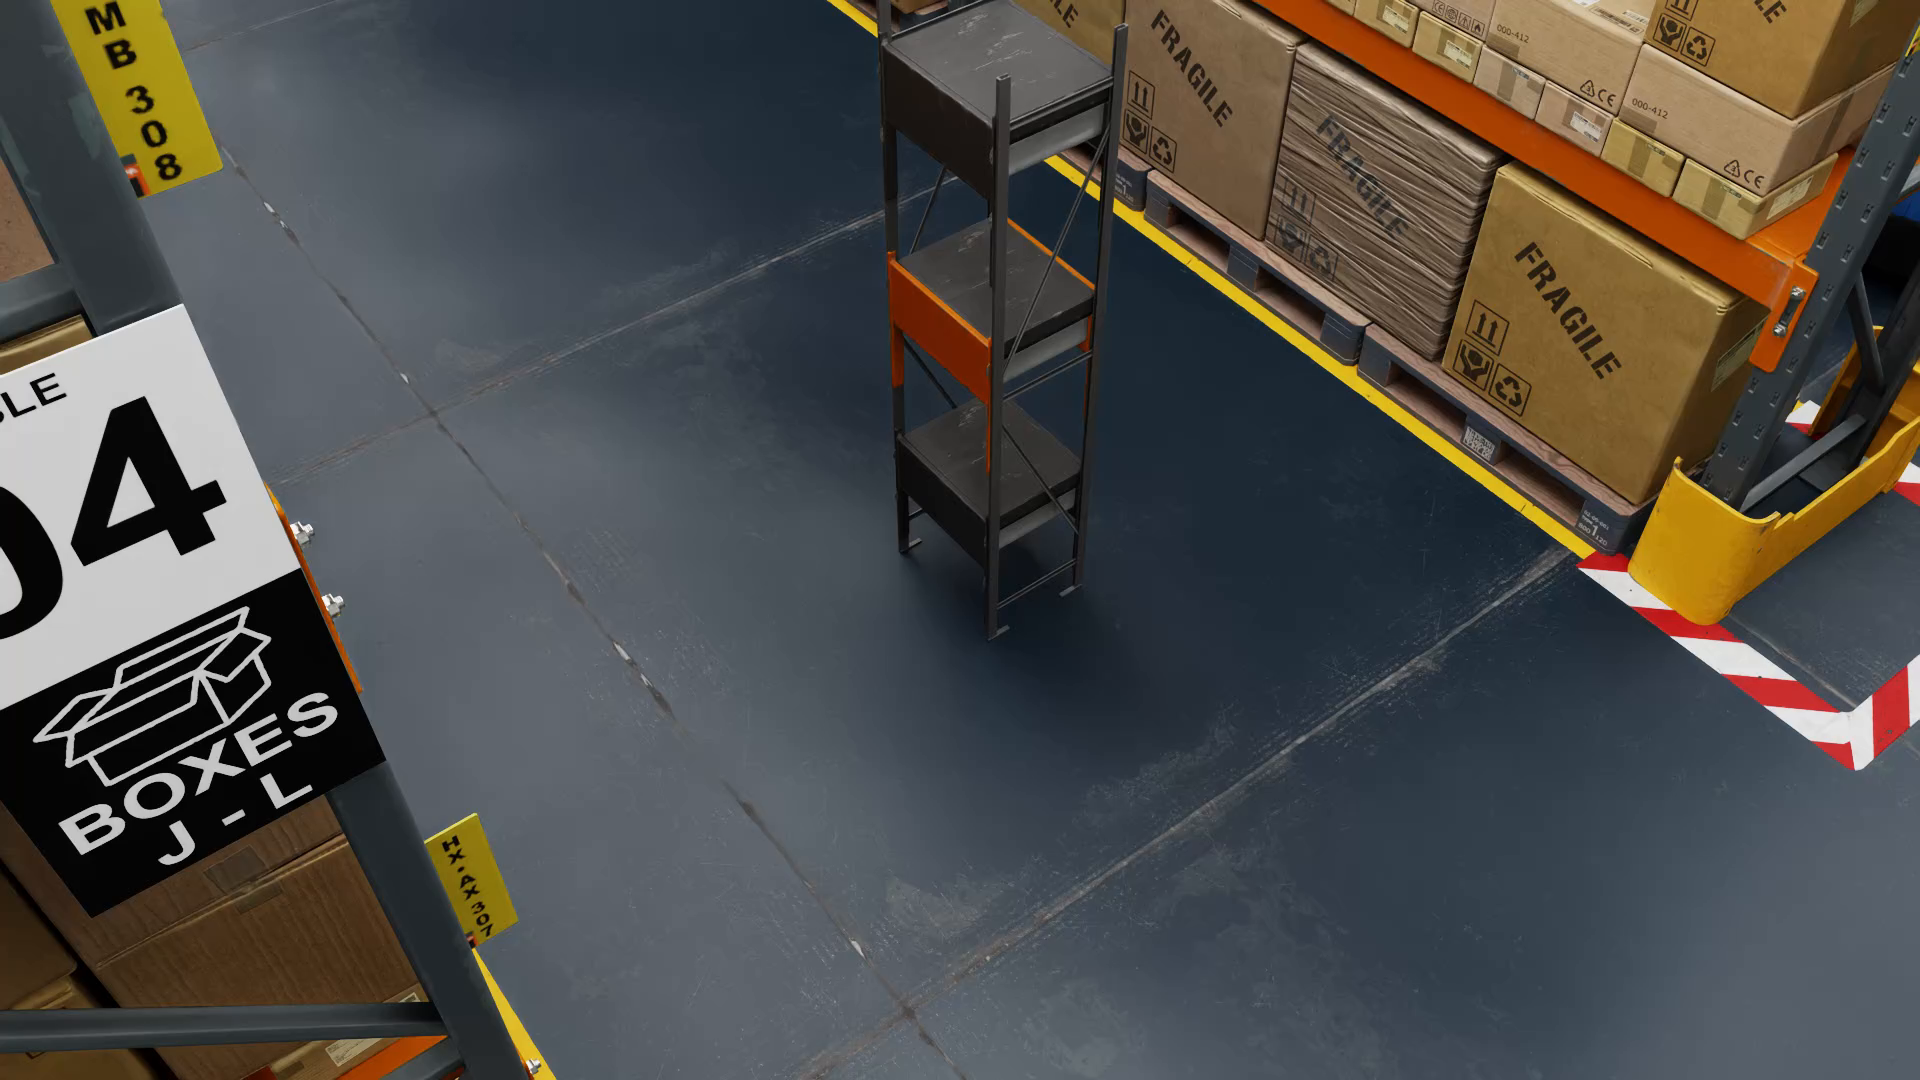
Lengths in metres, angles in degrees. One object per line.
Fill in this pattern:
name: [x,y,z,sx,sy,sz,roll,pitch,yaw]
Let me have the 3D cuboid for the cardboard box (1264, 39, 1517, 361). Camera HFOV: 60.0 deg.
cardboard box: [1.796,-1.387,6.134,0.875,0.875,0.875,-29,54,-24]

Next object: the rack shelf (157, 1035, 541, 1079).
rack shelf: [-2.422,0.146,4.079,1.077,0.370,4.000,-29,54,-24]

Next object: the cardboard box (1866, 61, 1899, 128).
cardboard box: [2.722,-1.535,5.018,0.500,0.250,0.500,-31,55,-25]

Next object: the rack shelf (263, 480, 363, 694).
rack shelf: [-2.422,-0.862,2.967,1.077,0.370,4.000,-29,54,-24]

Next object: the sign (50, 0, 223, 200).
sign: [-0.779,-0.461,1.529,0.100,0.325,0.005,-29,54,-24]

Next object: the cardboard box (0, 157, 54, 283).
cardboard box: [-1.276,-0.423,1.848,0.500,0.250,0.500,-29,54,-23]

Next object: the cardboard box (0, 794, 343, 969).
cardboard box: [-1.271,0.230,2.573,0.500,0.500,0.500,-30,54,-24]

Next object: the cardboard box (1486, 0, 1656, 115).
cardboard box: [1.987,-1.597,5.074,0.500,0.250,0.500,-30,55,-25]

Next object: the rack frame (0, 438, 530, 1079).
rack frame: [-1.211,1.084,2.743,1.000,3.000,0.127,-29,54,-24]

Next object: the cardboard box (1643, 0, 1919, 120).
cardboard box: [2.294,-1.553,4.527,0.500,0.500,0.500,-29,54,-24]

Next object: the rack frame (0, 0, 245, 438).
rack frame: [-1.211,-0.931,0.520,1.000,3.000,0.127,-29,54,-24]

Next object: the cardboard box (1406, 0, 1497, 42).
cardboard box: [1.678,-1.897,5.346,0.500,0.250,0.500,-31,55,-25]

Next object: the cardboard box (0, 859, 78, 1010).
cardboard box: [-1.686,0.456,2.369,0.500,0.500,0.500,-30,55,-25]

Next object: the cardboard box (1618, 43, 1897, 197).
cardboard box: [2.293,-1.298,4.803,0.500,0.250,0.500,-30,55,-25]

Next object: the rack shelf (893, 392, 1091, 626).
rack shelf: [0.100,-0.128,5.412,0.431,0.518,0.480,-29,54,-24]

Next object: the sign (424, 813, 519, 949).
sign: [-0.779,0.549,2.643,0.100,0.325,0.005,-29,54,-24]

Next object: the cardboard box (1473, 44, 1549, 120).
cardboard box: [1.859,-1.509,5.263,0.380,0.149,0.250,-29,54,-23]

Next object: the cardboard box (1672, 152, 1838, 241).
cardboard box: [2.320,-1.060,4.856,0.380,0.149,0.250,-28,54,-23]

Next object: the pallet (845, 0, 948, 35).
pallet: [-0.151,-2.925,8.259,1.003,0.211,1.213,-29,54,-24]

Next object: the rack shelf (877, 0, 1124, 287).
rack shelf: [0.100,-1.069,4.375,0.431,0.518,0.480,-29,54,-24]

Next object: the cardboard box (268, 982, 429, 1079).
cardboard box: [-1.146,0.830,3.143,0.380,0.149,0.250,-30,54,-24]

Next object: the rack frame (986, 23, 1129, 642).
rack frame: [0.248,-0.464,4.753,0.400,2.100,0.015,-29,54,-24]

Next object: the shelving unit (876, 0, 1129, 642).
shelving unit: [0.100,-0.608,4.884,0.431,2.100,0.503,-29,54,-24]

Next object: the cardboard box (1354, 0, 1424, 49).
cardboard box: [1.543,-1.814,5.539,0.380,0.149,0.250,-29,54,-24]

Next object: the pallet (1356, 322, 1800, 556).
pallet: [2.251,-0.582,6.135,1.003,0.211,1.213,-29,54,-24]

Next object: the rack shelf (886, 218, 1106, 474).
rack shelf: [0.100,-0.598,4.894,0.431,0.518,0.480,-29,54,-24]

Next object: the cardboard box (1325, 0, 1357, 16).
cardboard box: [1.395,-1.961,5.673,0.380,0.149,0.250,-28,54,-23]

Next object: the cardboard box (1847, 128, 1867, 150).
cardboard box: [2.845,-1.355,5.123,0.380,0.149,0.250,-29,54,-24]

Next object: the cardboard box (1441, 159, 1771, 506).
cardboard box: [2.347,-0.851,5.647,0.875,0.875,0.875,-29,54,-24]

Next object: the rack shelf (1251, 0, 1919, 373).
rack shelf: [1.587,-2.019,6.042,1.077,0.370,4.000,-29,54,-24]

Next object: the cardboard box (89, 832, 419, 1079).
cardboard box: [-1.263,0.561,2.948,0.500,0.500,0.500,-27,53,-22]

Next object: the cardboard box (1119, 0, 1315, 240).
cardboard box: [1.257,-1.912,6.609,0.875,0.875,0.875,-29,54,-24]

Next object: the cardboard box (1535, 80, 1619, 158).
cardboard box: [2.009,-1.361,5.129,0.380,0.149,0.250,-29,54,-24]

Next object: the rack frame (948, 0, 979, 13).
rack frame: [0.376,-3.440,6.844,1.000,3.000,0.127,-29,54,-24]

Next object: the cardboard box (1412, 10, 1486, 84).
cardboard box: [1.701,-1.661,5.401,0.380,0.149,0.250,-31,55,-25]

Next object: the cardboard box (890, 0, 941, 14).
cardboard box: [-0.028,-3.236,7.810,1.225,0.875,0.875,-29,54,-24]

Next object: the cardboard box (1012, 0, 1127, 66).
cardboard box: [0.712,-2.443,7.091,0.875,0.875,0.875,-29,54,-24]

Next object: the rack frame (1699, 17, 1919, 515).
rack frame: [2.798,-1.082,4.706,1.000,3.000,0.127,-29,54,-24]

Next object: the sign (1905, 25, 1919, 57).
sign: [2.357,-1.315,3.976,0.100,0.325,0.005,-29,54,-24]

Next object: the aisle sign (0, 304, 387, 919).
aisle sign: [-0.928,0.119,1.863,0.394,0.787,0.004,-29,54,-24]

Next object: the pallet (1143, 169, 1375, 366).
pallet: [1.517,-1.300,6.786,1.003,0.211,1.213,-29,54,-24]

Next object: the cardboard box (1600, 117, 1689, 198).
cardboard box: [2.161,-1.212,4.994,0.380,0.149,0.250,-29,54,-24]

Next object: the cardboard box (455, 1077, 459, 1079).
cardboard box: [-1.258,1.239,3.841,0.380,0.149,0.250,-32,55,-26]

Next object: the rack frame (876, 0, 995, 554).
rack frame: [-0.048,-0.752,5.014,0.400,2.100,0.015,-29,54,-24]

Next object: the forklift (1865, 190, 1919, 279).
forklift: [4.492,-2.960,6.455,1.130,2.935,3.031,26,53,22]

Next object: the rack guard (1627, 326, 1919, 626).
rack guard: [2.812,-0.228,5.619,1.175,0.500,0.348,-29,54,-24]

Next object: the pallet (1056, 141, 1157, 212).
pallet: [0.774,-2.020,7.439,1.003,0.211,1.213,-29,54,-24]

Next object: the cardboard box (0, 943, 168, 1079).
cardboard box: [-1.688,0.801,2.731,0.500,0.500,0.500,-28,54,-23]

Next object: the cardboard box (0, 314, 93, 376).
cardboard box: [-1.279,-0.253,2.031,0.500,0.250,0.500,-28,53,-23]
